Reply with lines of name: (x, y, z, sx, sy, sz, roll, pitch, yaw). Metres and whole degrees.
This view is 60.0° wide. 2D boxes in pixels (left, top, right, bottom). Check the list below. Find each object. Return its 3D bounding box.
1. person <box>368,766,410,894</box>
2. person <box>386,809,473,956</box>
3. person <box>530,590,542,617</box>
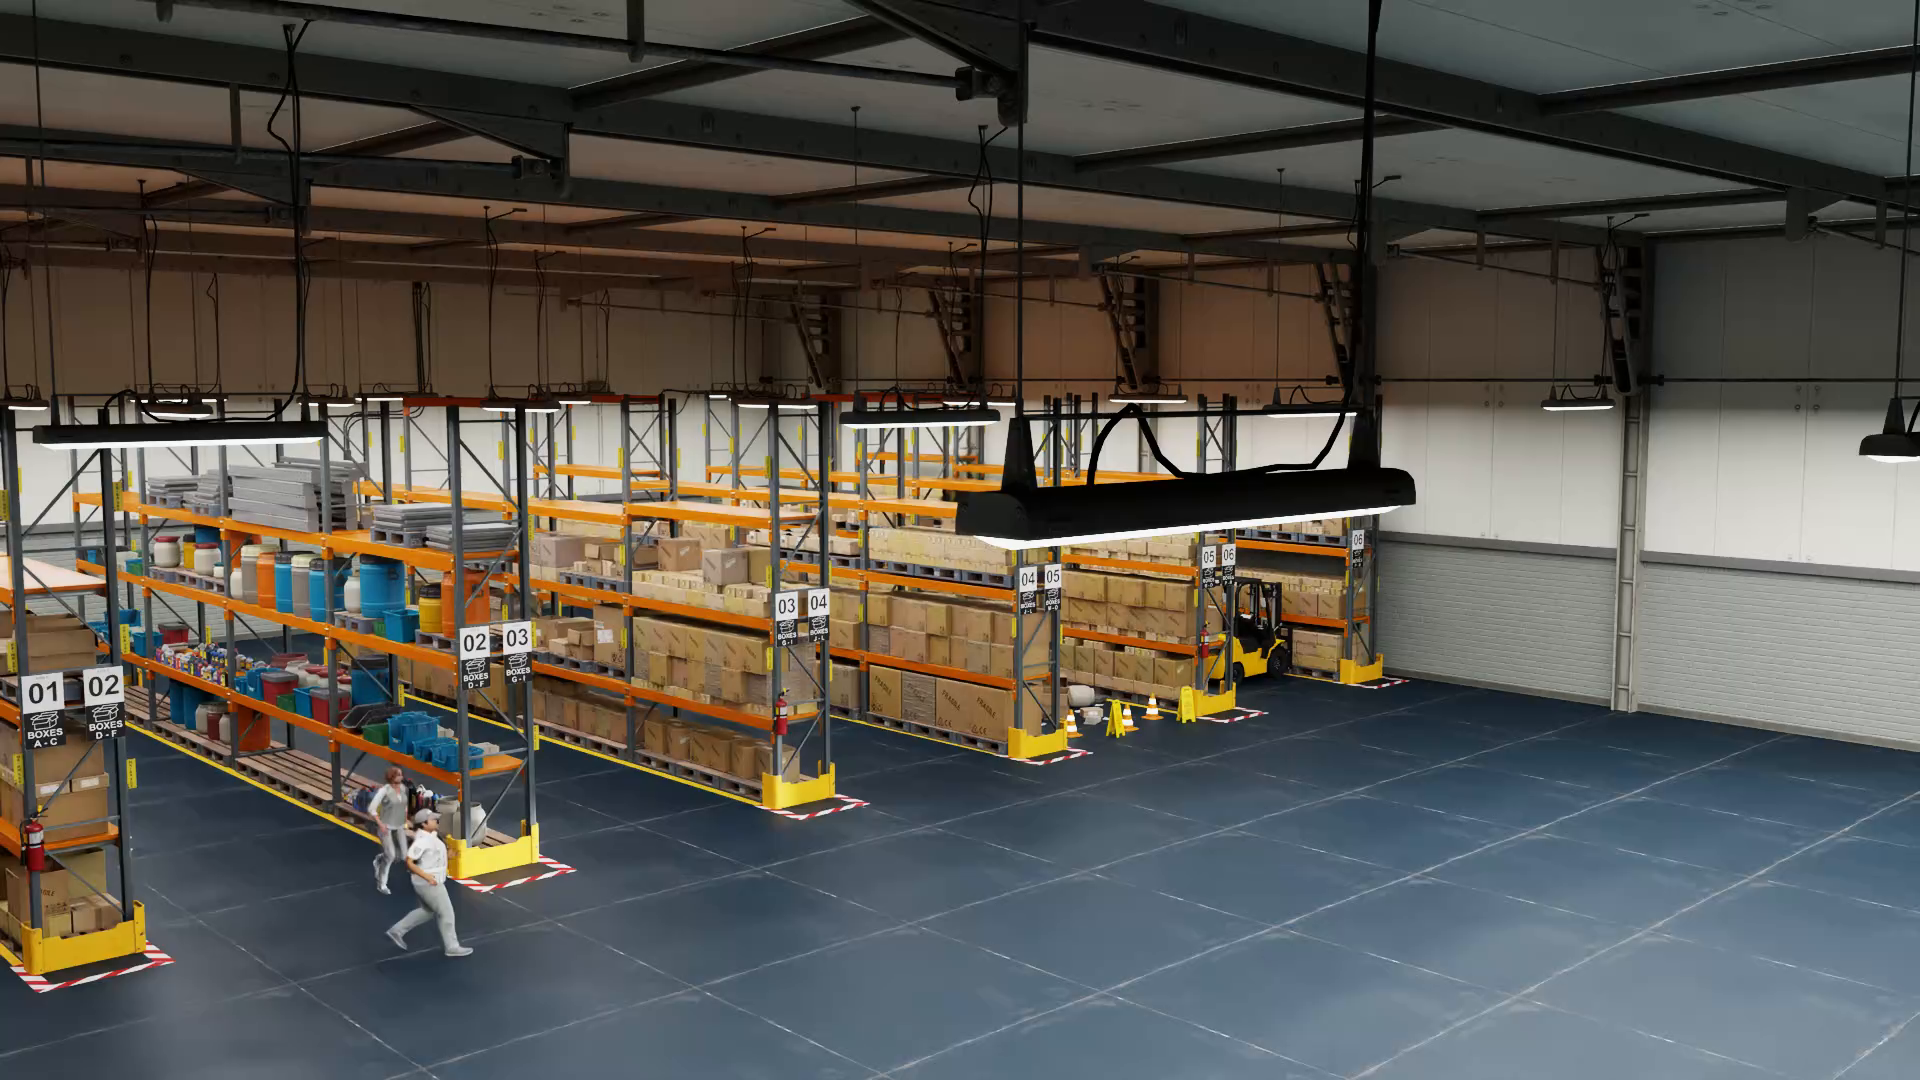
person: (-7.092, 3.587, 20.688, 0.507, 1.549, 0.590, 4, 7, 33)
person: (-5.819, 3.744, 18.167, 0.912, 1.642, 0.616, -2, 6, -16)
person: (-9.486, 1.935, 36.971, 0.609, 1.649, 0.959, -5, 8, -43)
